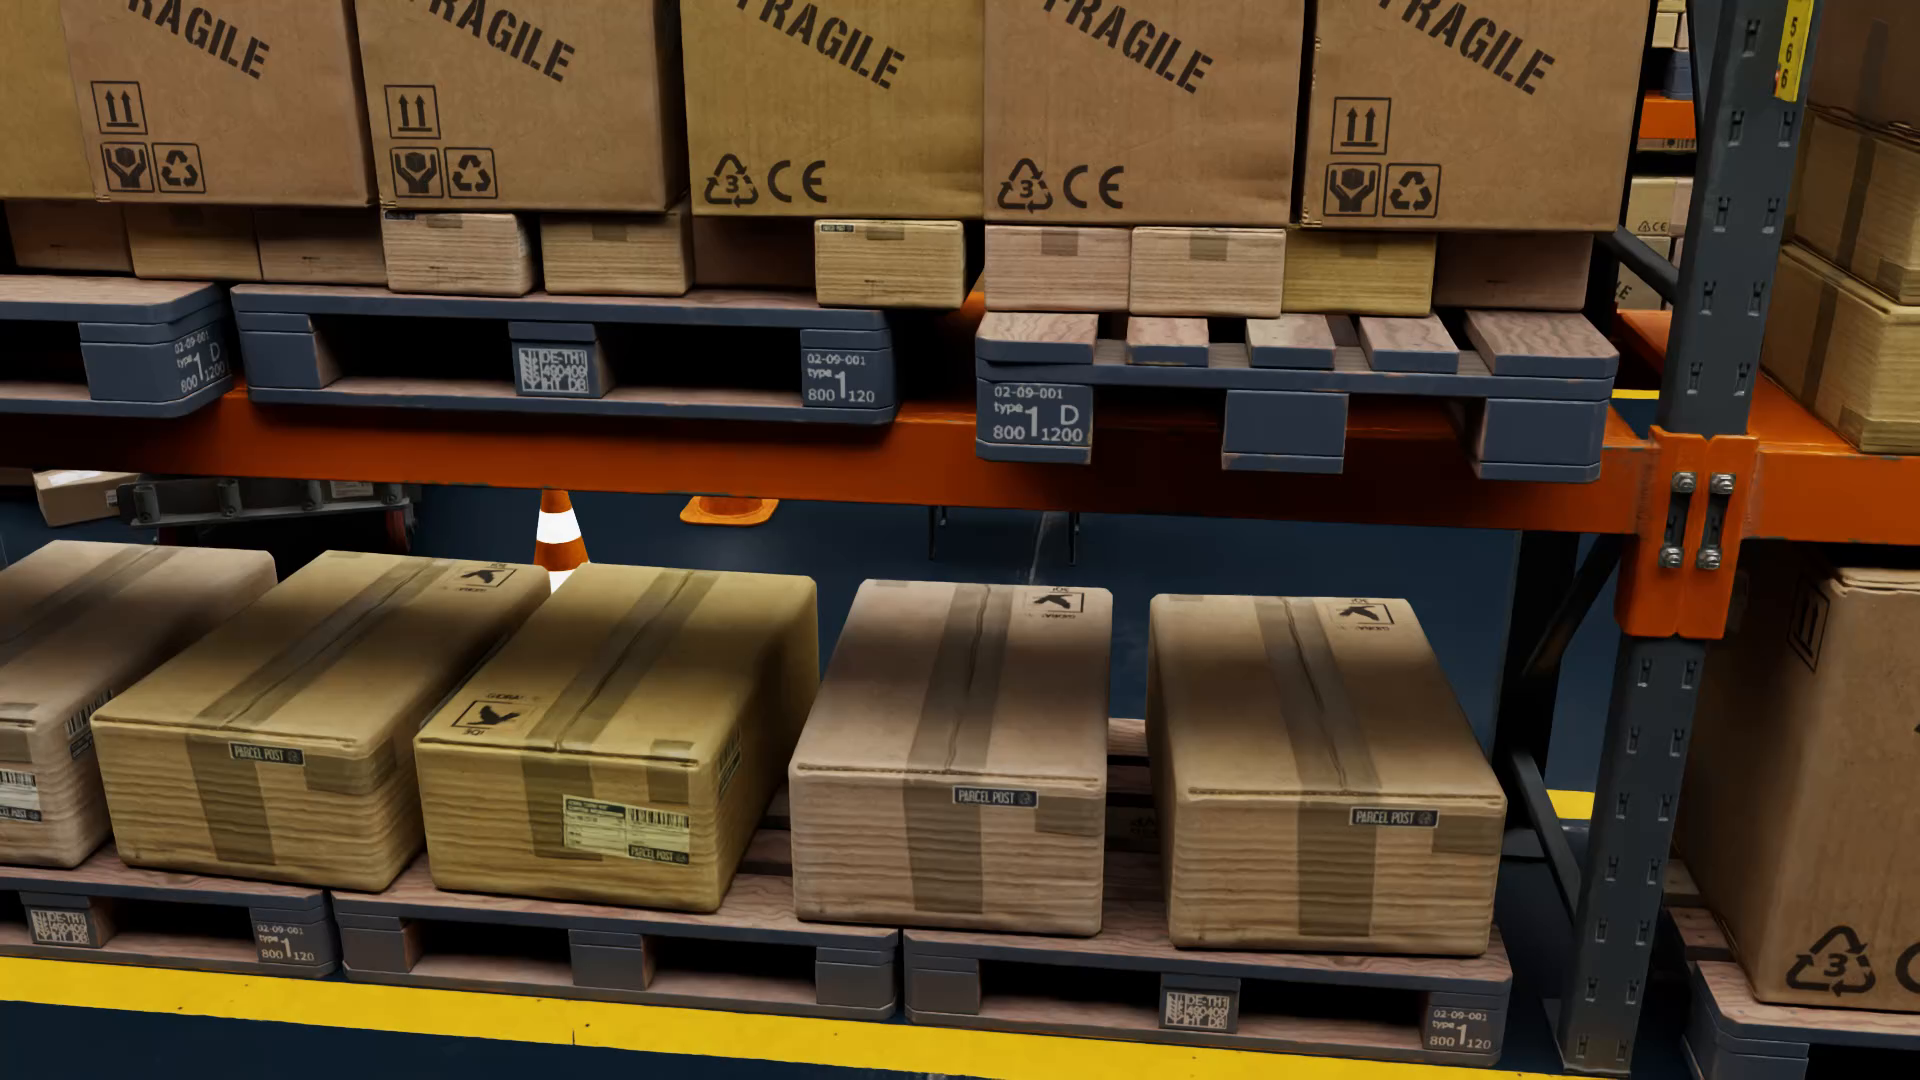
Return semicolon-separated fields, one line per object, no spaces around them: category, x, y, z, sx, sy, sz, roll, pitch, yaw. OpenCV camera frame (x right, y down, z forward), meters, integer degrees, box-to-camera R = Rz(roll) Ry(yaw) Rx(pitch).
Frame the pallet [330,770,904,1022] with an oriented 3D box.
pallet;-0.673;0.687;3.916;1.213;0.211;1.003;2;22;6

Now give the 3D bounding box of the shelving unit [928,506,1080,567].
shelving unit;0.164;-0.969;5.536;0.503;2.100;0.431;2;22;6

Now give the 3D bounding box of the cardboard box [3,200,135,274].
cardboard box;-1.612;-0.636;3.239;0.250;0.149;0.380;4;22;10

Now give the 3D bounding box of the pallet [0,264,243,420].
pallet;-1.919;-0.520;3.435;1.213;0.211;1.003;2;22;6

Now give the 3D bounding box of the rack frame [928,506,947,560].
rack frame;-0.078;-0.980;5.562;0.015;2.100;0.400;2;22;6

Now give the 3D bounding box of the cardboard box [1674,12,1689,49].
cardboard box;3.281;-2.274;7.383;0.250;0.149;0.380;3;22;8

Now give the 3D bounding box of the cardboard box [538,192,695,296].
cardboard box;-0.590;-0.567;3.064;0.250;0.149;0.380;2;22;5

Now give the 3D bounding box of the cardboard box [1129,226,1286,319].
cardboard box;0.428;-0.508;2.916;0.250;0.149;0.380;2;22;6

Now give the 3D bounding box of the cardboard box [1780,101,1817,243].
cardboard box;1.822;-0.756;3.297;0.500;0.250;0.500;2;22;6

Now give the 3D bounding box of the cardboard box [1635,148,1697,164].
cardboard box;3.509;-1.736;8.059;0.500;0.250;0.500;3;22;8

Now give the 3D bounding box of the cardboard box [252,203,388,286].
cardboard box;-1.116;-0.598;3.143;0.250;0.149;0.380;3;22;7

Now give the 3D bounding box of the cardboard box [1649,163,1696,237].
cardboard box;3.443;-1.549;7.587;0.500;0.250;0.500;3;22;7

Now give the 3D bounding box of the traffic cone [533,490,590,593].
traffic cone;-1.265;0.027;5.241;0.334;0.463;0.336;2;22;6

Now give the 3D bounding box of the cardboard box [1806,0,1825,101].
cardboard box;1.855;-1.107;3.163;0.500;0.500;0.500;2;22;5

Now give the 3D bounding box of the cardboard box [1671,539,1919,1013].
cardboard box;1.987;0.331;3.341;0.875;0.875;0.875;2;22;6

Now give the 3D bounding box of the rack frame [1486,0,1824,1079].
rack frame;1.311;-0.522;3.180;0.127;3.000;1.000;2;22;6

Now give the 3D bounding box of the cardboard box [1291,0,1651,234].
cardboard box;0.827;-0.820;2.823;0.500;0.500;0.500;2;22;5

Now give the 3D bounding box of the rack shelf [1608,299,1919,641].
rack shelf;3.297;-0.101;3.094;4.000;0.370;1.077;2;22;6

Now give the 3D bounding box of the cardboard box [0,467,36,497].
cardboard box;-3.661;-0.581;6.541;0.503;0.637;0.797;2;22;6

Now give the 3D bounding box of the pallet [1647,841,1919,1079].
pallet;2.085;0.836;3.537;1.213;0.211;1.003;2;22;6

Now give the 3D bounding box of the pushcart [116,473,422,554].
pushcart;-2.442;-0.310;6.211;0.936;0.377;1.648;-5;22;-12

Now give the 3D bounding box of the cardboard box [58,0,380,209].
cardboard box;-1.242;-0.902;3.030;0.500;0.500;0.500;2;22;6

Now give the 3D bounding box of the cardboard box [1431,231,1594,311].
cardboard box;0.958;-0.529;2.968;0.250;0.149;0.380;3;22;8

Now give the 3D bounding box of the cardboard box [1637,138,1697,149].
cardboard box;4.924;-3.233;12.356;0.875;0.875;1.225;2;22;4

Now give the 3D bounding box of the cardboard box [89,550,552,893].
cardboard box;-1.426;0.383;3.893;0.625;0.372;0.950;4;22;10

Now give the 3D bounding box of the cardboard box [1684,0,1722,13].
cardboard box;3.282;-2.413;7.329;0.250;0.149;0.380;3;22;6

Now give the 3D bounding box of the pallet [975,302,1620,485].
pallet;0.591;-0.425;3.195;1.003;0.211;1.213;2;22;6

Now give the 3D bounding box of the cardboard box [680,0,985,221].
cardboard box;-0.189;-0.860;2.923;0.500;0.500;0.500;1;22;3

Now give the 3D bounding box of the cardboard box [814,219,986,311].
cardboard box;-0.096;-0.529;2.969;0.250;0.149;0.380;3;22;7

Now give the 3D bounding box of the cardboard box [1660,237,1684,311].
cardboard box;3.476;-1.202;7.728;0.500;0.500;0.500;2;22;5

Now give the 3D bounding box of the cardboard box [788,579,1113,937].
cardboard box;0.017;0.448;3.730;0.625;0.372;0.950;2;22;5

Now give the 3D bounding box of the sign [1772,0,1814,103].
sign;1.257;-0.825;2.480;0.005;0.325;0.100;2;22;6

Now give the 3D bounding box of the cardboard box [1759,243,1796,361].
cardboard box;1.844;-0.525;3.392;0.500;0.250;0.500;2;22;4
